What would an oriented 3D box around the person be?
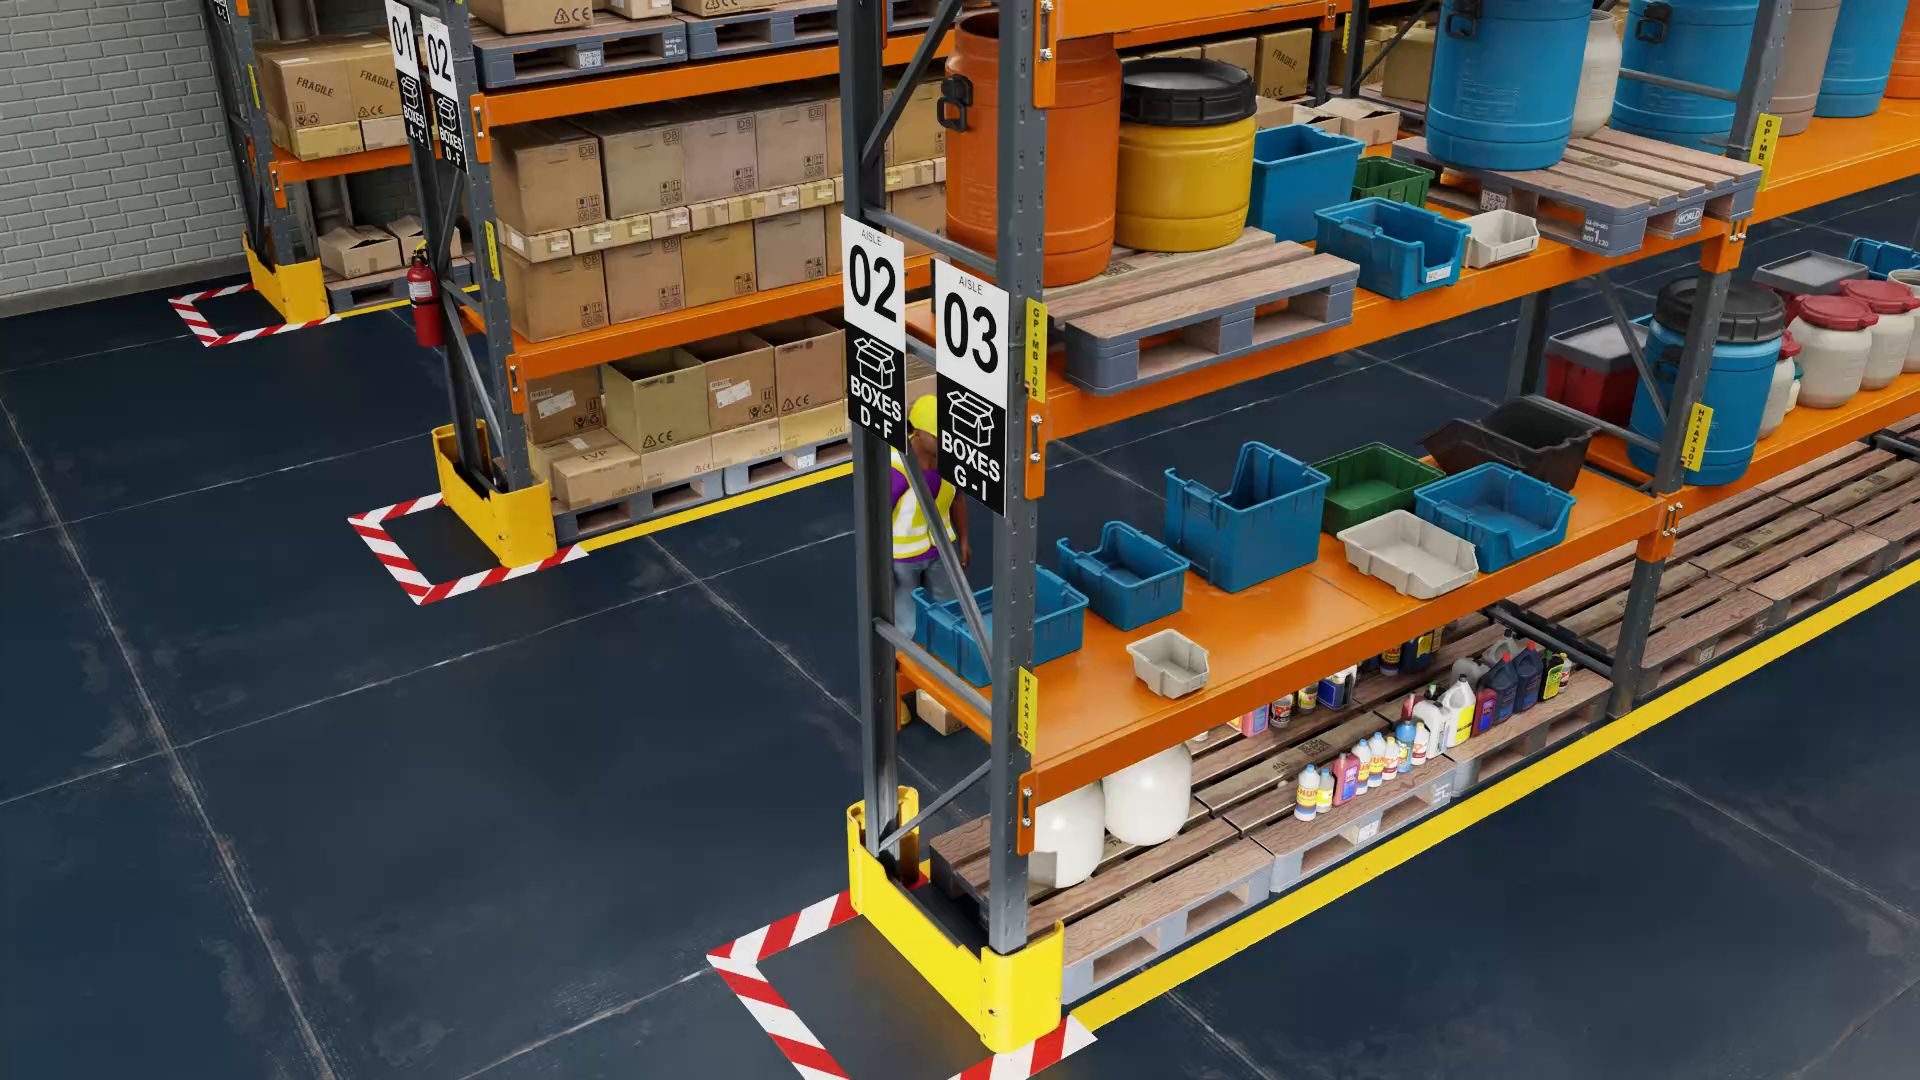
[{"bbox_3d":[-0.190,0.076,8.468,0.636,1.757,0.462,-20,34,-32],"label":"person"}]
